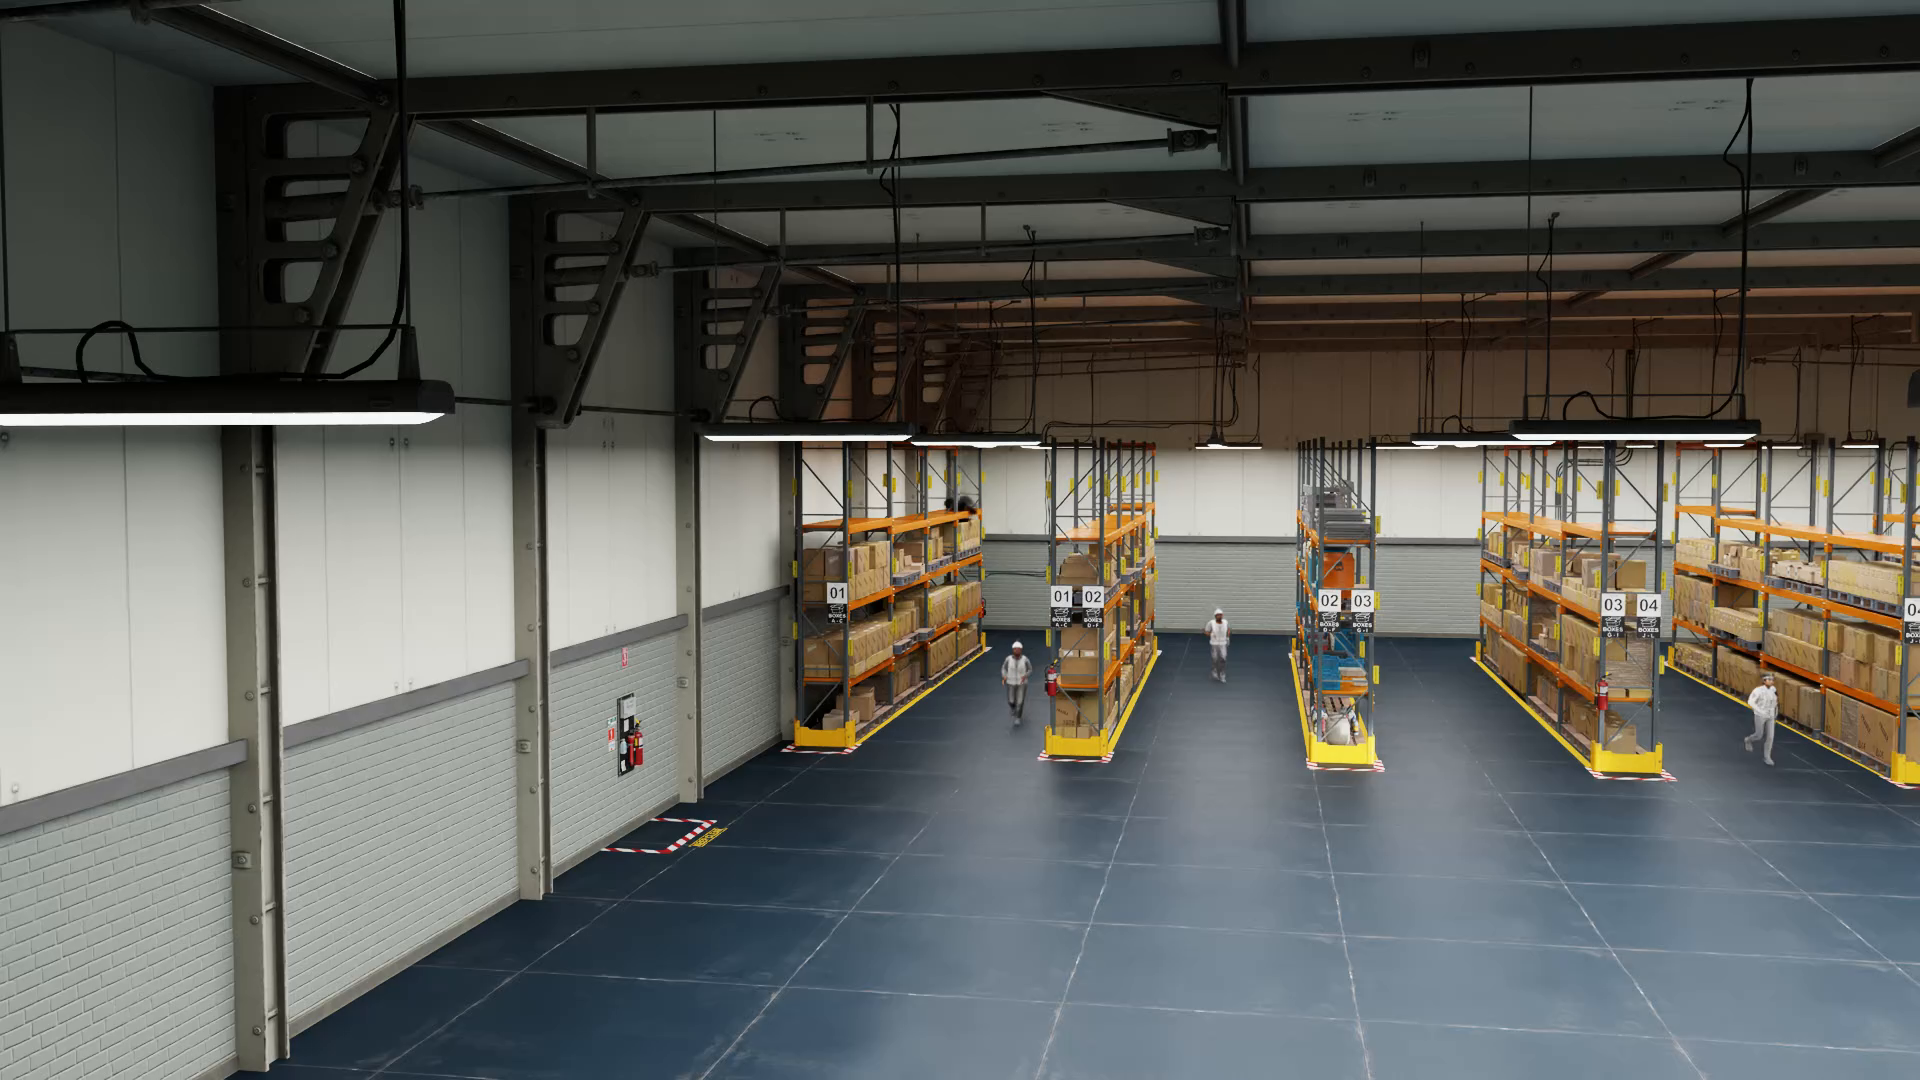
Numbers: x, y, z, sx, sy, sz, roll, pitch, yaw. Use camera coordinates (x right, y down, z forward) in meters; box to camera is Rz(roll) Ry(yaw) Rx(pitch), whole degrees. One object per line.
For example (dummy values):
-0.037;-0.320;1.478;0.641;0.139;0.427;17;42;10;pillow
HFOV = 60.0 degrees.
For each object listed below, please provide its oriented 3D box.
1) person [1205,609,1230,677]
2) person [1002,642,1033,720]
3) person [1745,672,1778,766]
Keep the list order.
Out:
6.433;2.562;41.485;0.658;1.668;0.765;0;3;2;person
1.198;2.982;35.021;0.670;1.660;0.537;0;3;5;person
14.873;3.268;30.789;0.641;1.685;0.873;0;3;-9;person
